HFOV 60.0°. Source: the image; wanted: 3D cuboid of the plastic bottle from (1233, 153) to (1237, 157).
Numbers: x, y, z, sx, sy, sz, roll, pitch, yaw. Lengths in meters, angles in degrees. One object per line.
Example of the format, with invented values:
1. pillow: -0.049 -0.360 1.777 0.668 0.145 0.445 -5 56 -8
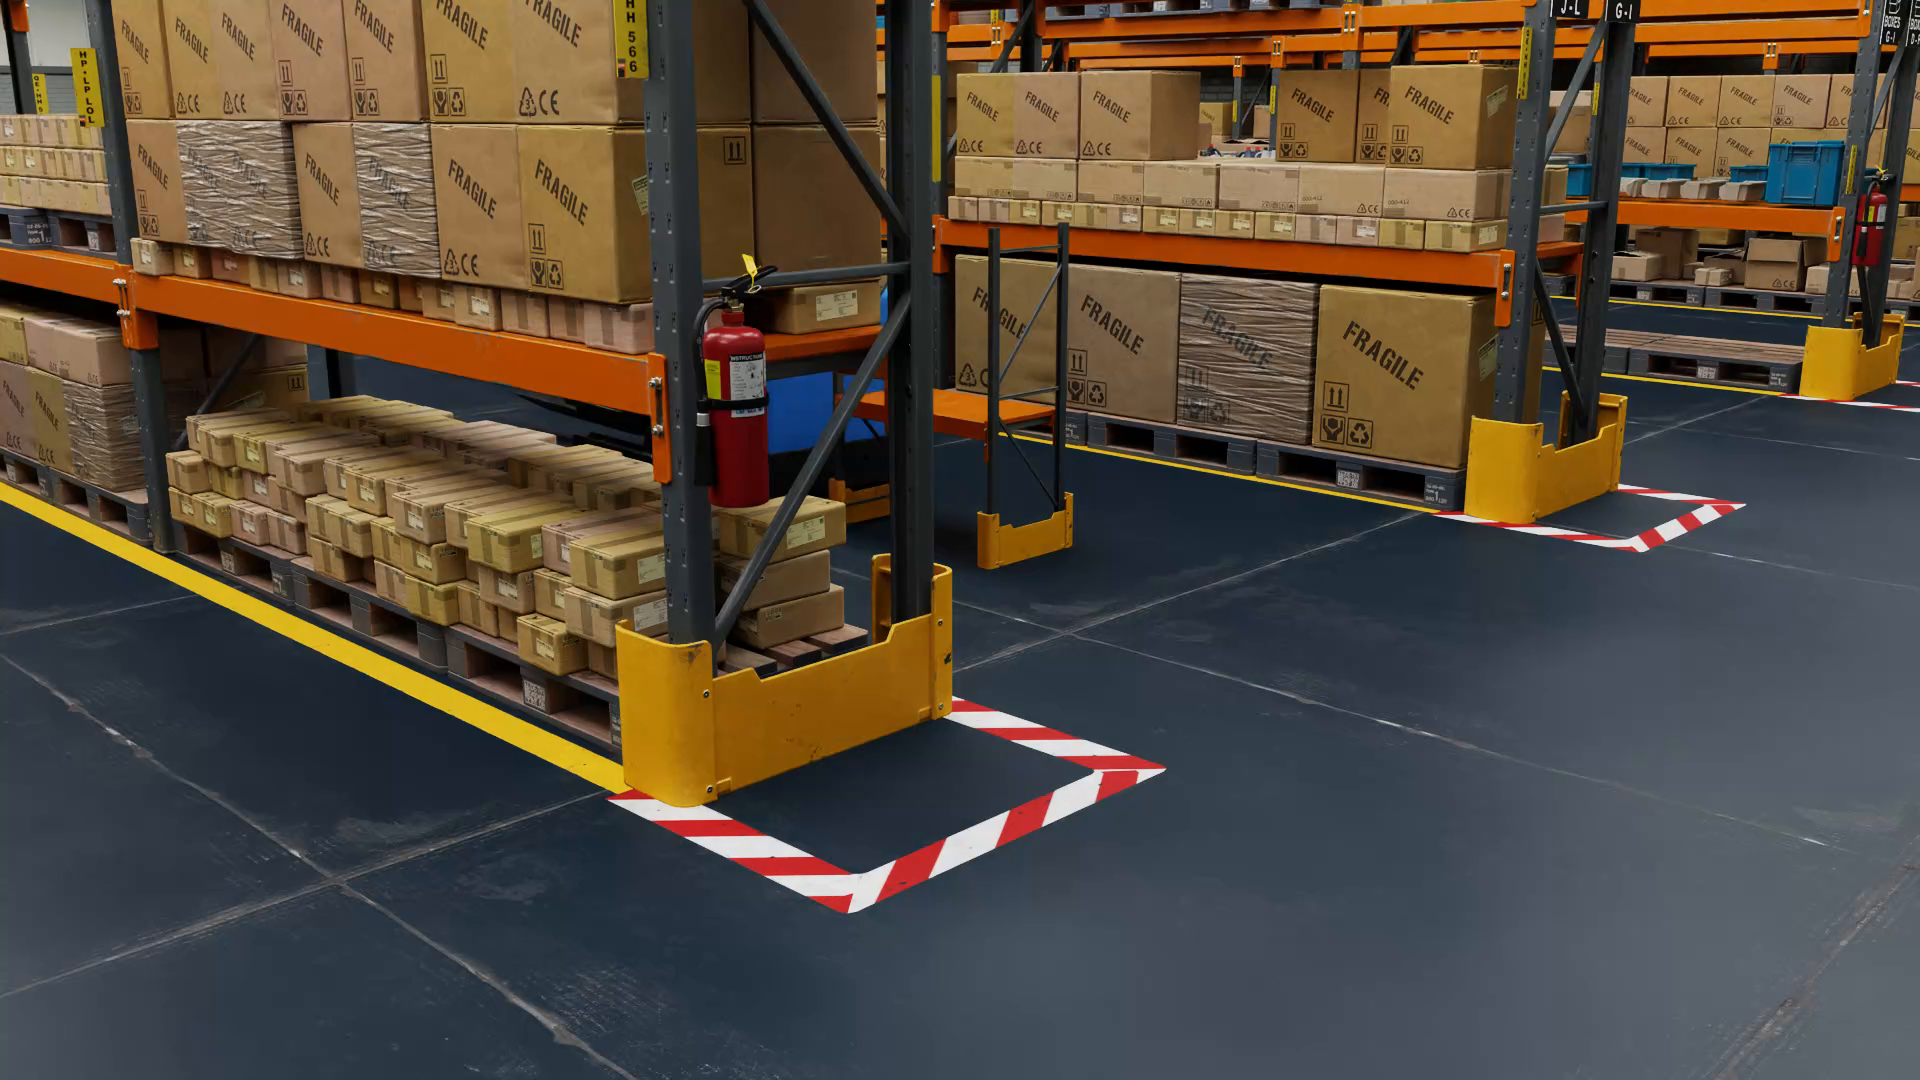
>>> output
1. plastic bottle: 2.633 -3.575 15.960 0.097 0.271 0.097 0 15 0

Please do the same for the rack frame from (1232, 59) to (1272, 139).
1. rack frame: 4.717 -6.458 26.767 0.127 3.000 1.000 14 20 42

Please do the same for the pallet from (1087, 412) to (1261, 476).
1. pallet: 1.537 -0.650 10.009 1.213 0.211 1.003 14 20 42

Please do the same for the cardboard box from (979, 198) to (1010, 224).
1. cardboard box: 0.333 -2.081 10.467 0.250 0.149 0.380 13 19 40

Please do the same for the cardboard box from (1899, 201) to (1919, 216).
1. cardboard box: 11.729 -4.095 20.537 0.250 0.149 0.380 14 20 43

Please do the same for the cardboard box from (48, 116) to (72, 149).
1. cardboard box: -4.157 -1.975 8.047 0.250 0.149 0.380 13 19 40

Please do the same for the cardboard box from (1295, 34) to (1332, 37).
1. cardboard box: 4.498 -6.288 19.967 0.500 0.500 0.910 14 20 42

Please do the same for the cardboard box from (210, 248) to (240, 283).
1. cardboard box: -2.911 -1.178 7.004 0.250 0.149 0.380 13 19 40

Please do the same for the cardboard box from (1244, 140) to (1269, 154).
1. cardboard box: 3.929 -4.886 20.913 0.500 0.311 0.500 -13 19 -41

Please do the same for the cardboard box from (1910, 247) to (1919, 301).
1. cardboard box: 9.357 -2.512 15.707 0.500 0.500 0.500 14 20 42

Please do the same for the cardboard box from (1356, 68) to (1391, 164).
1. cardboard box: 2.523 -2.315 9.089 0.500 0.500 0.500 13 19 41

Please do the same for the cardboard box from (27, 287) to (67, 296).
1. cardboard box: -5.188 -1.376 9.901 0.500 0.250 0.500 14 20 43

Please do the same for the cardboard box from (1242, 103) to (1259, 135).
1. cardboard box: 4.524 -6.878 27.150 0.500 0.500 0.500 13 19 41

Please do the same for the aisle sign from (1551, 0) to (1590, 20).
1. aisle sign: 2.885 -2.851 7.770 0.004 0.787 0.394 14 20 42

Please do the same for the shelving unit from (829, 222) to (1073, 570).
1. shelving unit: -0.055 -0.739 7.794 1.083 1.500 0.587 14 20 42

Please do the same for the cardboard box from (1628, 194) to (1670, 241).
1. cardboard box: 9.276 -4.466 22.553 0.750 0.750 0.750 -14 20 -43

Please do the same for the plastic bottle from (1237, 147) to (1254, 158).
1. plastic bottle: 2.578 -3.369 15.012 0.185 0.351 0.144 14 20 42

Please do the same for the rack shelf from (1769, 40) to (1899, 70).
1. rack shelf: 11.916 -5.811 19.763 4.000 0.370 1.077 14 20 42

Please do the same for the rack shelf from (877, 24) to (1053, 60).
1. rack shelf: -0.720 -5.413 18.235 4.000 0.370 1.077 14 20 42

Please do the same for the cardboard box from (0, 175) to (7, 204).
1. cardboard box: -4.909 -1.867 8.814 0.250 0.149 0.380 13 19 40

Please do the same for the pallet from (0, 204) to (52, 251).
1. pallet: -4.780 -1.746 9.065 1.213 0.211 1.003 14 20 42

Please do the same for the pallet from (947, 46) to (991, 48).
1. pallet: -0.225 -7.325 24.321 1.213 0.211 1.003 14 20 42

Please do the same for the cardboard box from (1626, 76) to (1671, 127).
1. cardboard box: 7.184 -4.557 17.290 0.500 0.500 0.500 -14 20 -43

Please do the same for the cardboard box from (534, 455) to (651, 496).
1. cardboard box: -1.419 -0.215 6.450 0.380 0.149 0.250 -14 20 -42

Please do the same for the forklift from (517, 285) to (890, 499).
1. forklift: -1.596 -1.907 9.438 1.130 2.935 3.031 -12 19 -39

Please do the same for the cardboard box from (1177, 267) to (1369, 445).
1. cardboard box: 1.870 -1.092 9.556 0.875 0.875 0.875 14 20 42

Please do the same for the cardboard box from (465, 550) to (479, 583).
1. cardboard box: -1.550 0.058 5.993 0.250 0.149 0.380 13 20 42

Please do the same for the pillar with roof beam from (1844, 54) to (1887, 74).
1. pillar with roof beam: 8.592 -7.214 17.771 0.400 9.000 9.100 14 20 42

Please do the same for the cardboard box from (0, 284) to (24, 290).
1. cardboard box: -5.905 -1.370 9.878 0.500 0.250 0.500 13 19 40

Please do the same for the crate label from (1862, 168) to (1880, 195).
1. crate label: 6.530 -2.610 12.215 0.303 0.233 0.416 14 20 42

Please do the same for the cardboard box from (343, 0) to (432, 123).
1. cardboard box: -1.722 -1.667 5.609 0.500 0.500 0.500 -13 20 -41

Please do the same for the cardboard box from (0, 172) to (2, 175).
1. cardboard box: -4.900 -2.011 8.776 0.380 0.149 0.250 -14 20 -42

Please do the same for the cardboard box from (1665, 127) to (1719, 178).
1. cardboard box: 7.589 -3.979 17.054 0.500 0.500 0.500 14 20 43

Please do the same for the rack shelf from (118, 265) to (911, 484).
1. rack shelf: -1.914 -0.780 6.402 4.000 0.370 1.077 14 20 42

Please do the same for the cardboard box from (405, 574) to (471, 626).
1. cardboard box: -1.798 0.182 6.107 0.250 0.149 0.380 13 19 40

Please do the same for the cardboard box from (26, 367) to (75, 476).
1. cardboard box: -4.431 -0.645 8.584 0.500 0.500 0.500 13 19 41

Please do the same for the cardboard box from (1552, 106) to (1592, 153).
1. cardboard box: 6.854 -4.533 18.349 0.500 0.500 0.700 7 16 24

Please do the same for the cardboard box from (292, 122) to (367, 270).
1. cardboard box: -2.067 -1.269 6.066 0.500 0.500 0.500 -13 20 -41

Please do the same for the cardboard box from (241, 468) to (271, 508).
1. cardboard box: -2.870 -0.260 7.212 0.250 0.149 0.380 14 20 42

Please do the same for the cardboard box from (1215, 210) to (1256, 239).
1. cardboard box: 1.633 -1.765 9.256 0.250 0.149 0.380 14 20 42

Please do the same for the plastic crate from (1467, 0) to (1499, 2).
1. plastic crate: 4.303 -4.381 13.106 0.590 0.269 0.497 14 20 42

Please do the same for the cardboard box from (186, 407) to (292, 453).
1. cardboard box: -3.250 -0.492 7.511 0.380 0.149 0.250 -14 20 -42

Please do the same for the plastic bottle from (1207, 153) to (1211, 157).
1. plastic bottle: 2.392 -3.583 15.990 0.097 0.271 0.097 0 15 0

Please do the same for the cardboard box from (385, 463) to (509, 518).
1. cardboard box: -1.934 -0.173 6.287 0.250 0.149 0.380 13 19 40

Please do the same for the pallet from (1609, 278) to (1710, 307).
1. pallet: 7.534 -2.688 17.830 1.213 0.211 1.003 14 20 42

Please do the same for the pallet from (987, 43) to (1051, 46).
1. pallet: 0.649 -7.111 23.502 1.213 0.211 1.003 14 20 42

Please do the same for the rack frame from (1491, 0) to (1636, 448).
1. rack frame: 3.041 -1.660 8.356 0.127 3.000 1.000 14 20 42

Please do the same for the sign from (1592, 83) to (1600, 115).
1. sign: 6.658 -4.617 17.406 0.005 0.325 0.100 14 20 42

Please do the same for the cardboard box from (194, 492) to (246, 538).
1. cardboard box: -3.123 -0.133 7.314 0.380 0.149 0.250 -14 20 -43

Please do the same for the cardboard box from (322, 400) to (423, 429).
1. cardboard box: -2.706 -0.537 7.685 0.250 0.149 0.380 14 20 43

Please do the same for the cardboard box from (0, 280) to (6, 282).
1. cardboard box: -6.609 -1.415 11.044 0.750 0.750 1.050 13 20 41

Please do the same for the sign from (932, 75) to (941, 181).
1. sign: -0.098 -1.295 5.237 0.005 0.325 0.100 14 20 42

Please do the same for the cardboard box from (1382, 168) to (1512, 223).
1. cardboard box: 2.508 -1.768 8.478 0.500 0.250 0.500 13 20 41

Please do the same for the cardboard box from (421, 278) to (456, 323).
1. cardboard box: -1.618 -0.845 5.726 0.250 0.149 0.380 13 19 40
